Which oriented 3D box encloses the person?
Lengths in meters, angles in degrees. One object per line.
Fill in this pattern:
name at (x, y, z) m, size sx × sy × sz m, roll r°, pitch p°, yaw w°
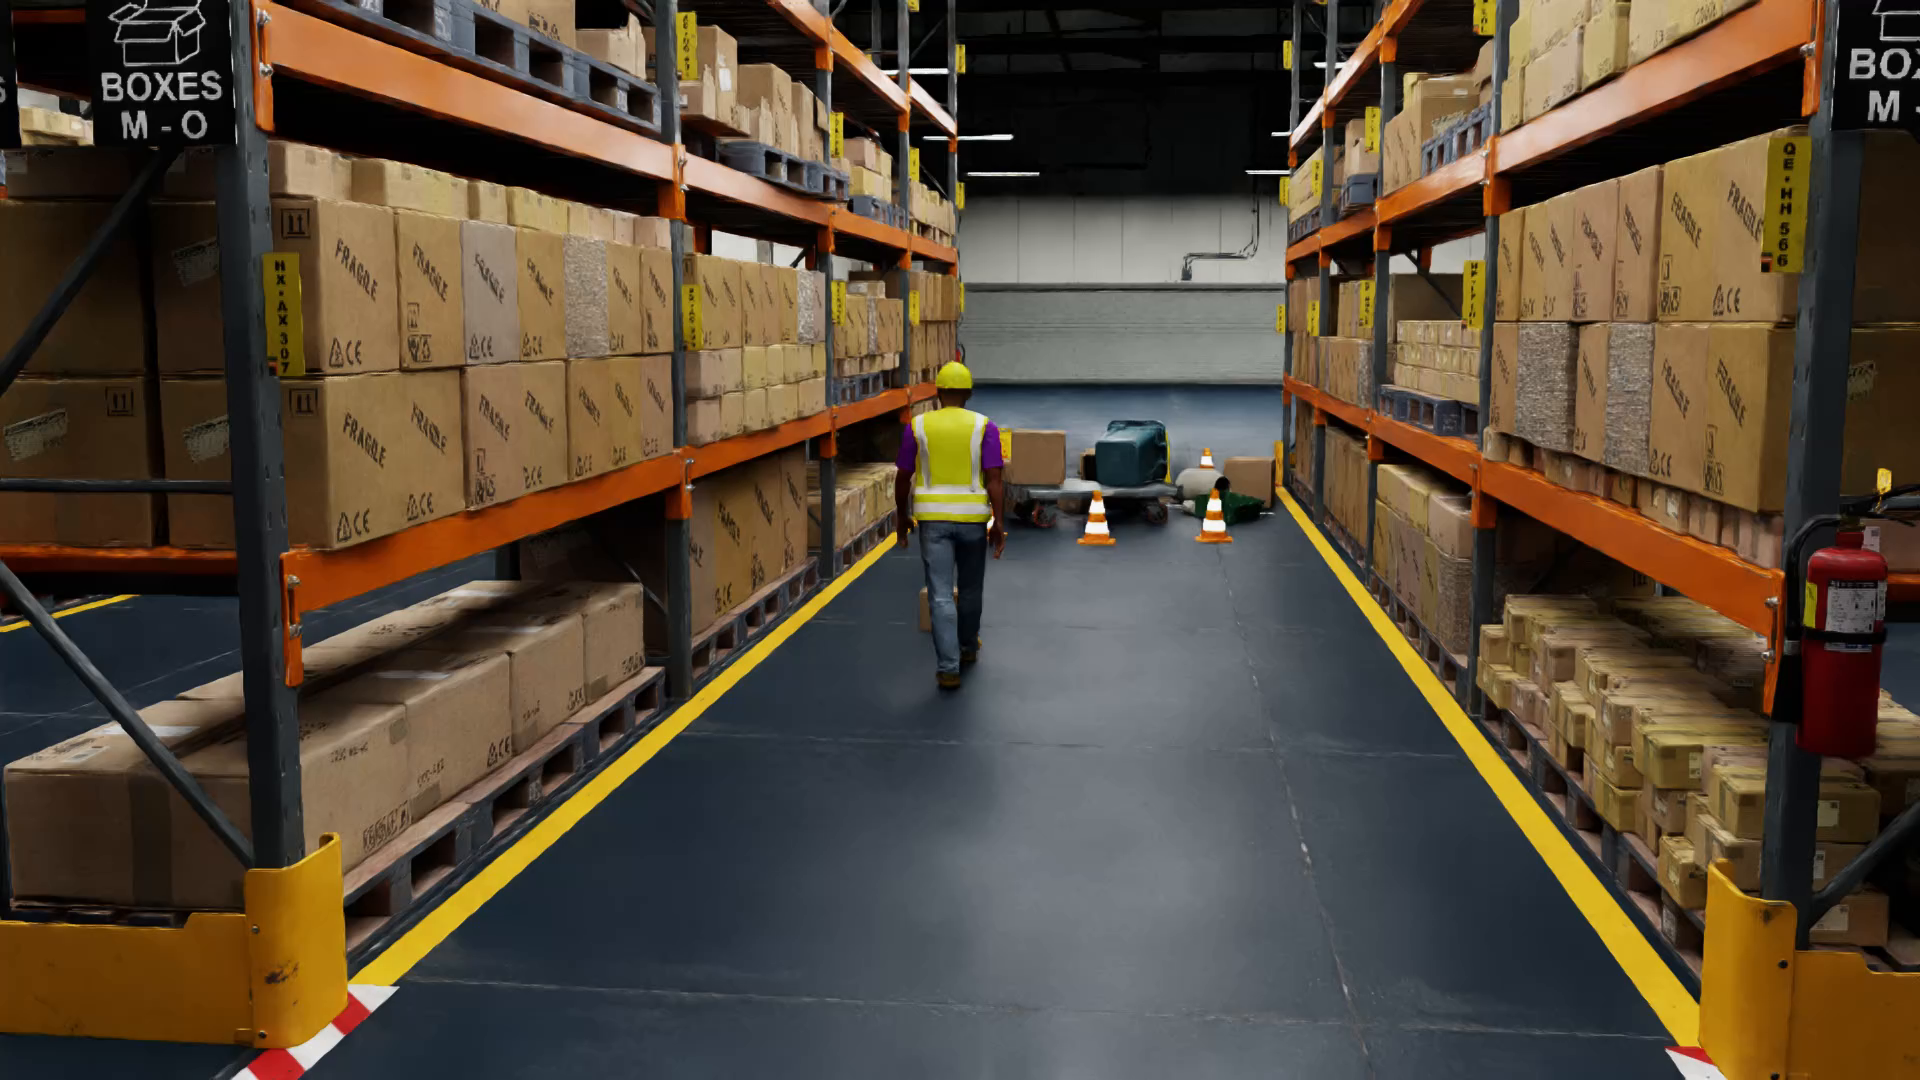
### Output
person at (-0.064, -0.127, 9.185) m, size 0.592 × 1.711 × 0.982 m, roll 0°, pitch 8°, yaw -3°
